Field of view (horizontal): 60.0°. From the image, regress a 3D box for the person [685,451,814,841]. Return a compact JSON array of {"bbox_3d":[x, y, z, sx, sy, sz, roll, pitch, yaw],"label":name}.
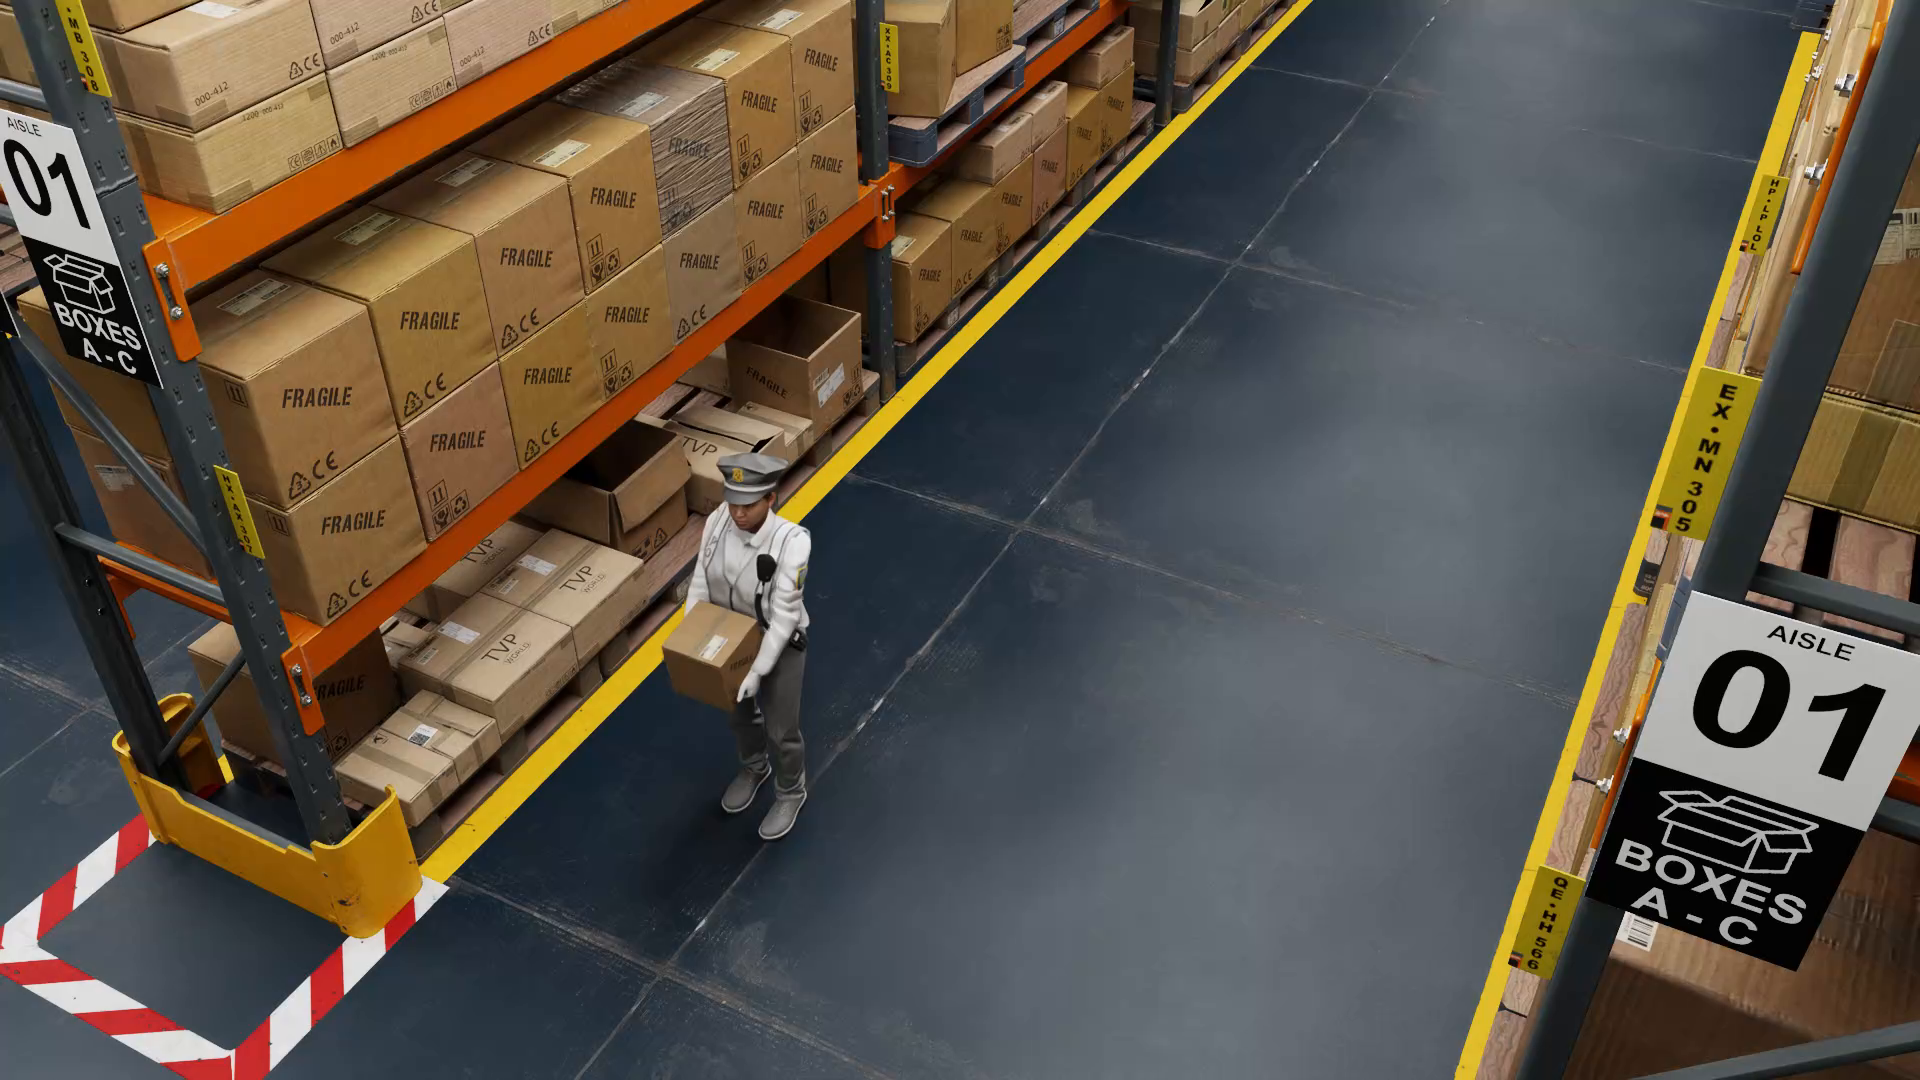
[{"bbox_3d":[-0.788,0.418,6.199,0.460,1.689,0.540,19,42,22],"label":"person"}]
